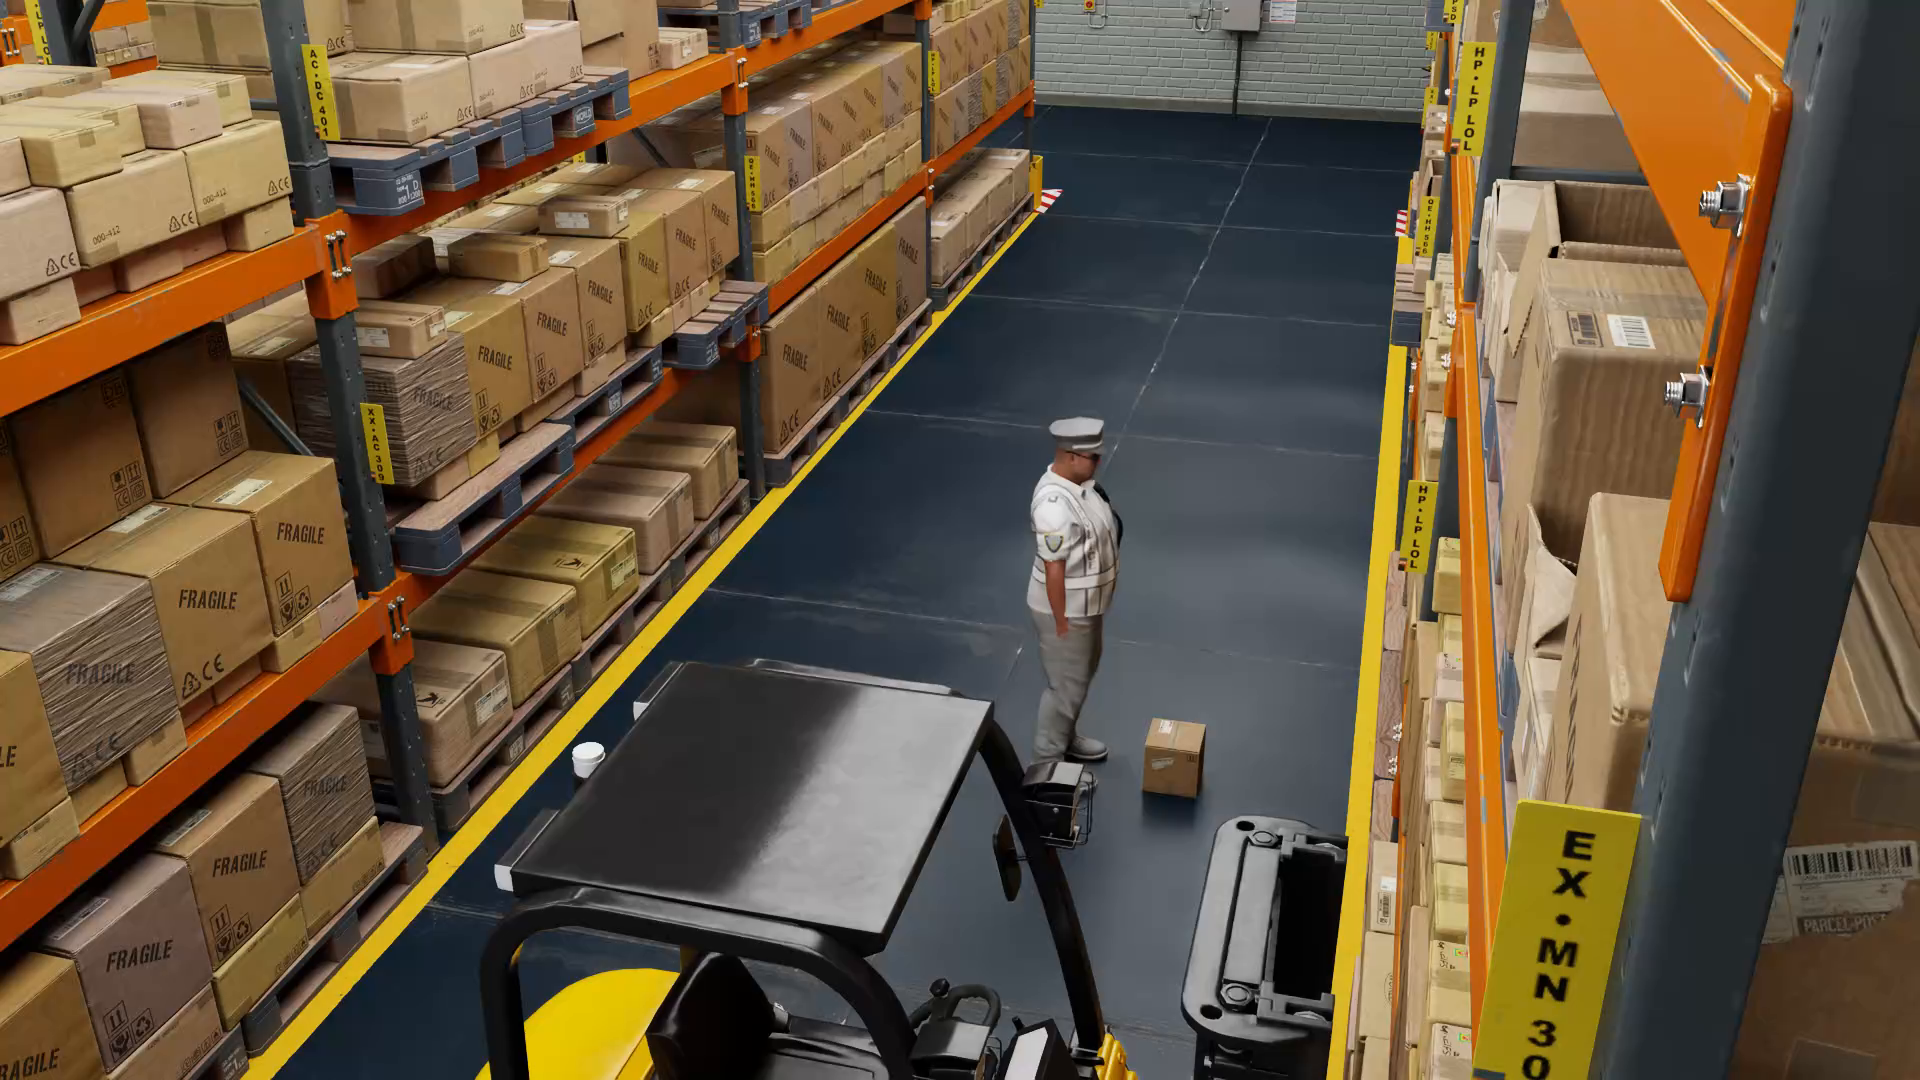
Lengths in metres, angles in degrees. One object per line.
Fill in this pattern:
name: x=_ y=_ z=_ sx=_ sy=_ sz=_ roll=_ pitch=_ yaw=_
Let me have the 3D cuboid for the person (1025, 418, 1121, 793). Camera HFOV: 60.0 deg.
person: x=0.507 y=0.277 z=7.533 sx=0.391 sy=1.739 sz=0.531 roll=7 pitch=26 yaw=14
